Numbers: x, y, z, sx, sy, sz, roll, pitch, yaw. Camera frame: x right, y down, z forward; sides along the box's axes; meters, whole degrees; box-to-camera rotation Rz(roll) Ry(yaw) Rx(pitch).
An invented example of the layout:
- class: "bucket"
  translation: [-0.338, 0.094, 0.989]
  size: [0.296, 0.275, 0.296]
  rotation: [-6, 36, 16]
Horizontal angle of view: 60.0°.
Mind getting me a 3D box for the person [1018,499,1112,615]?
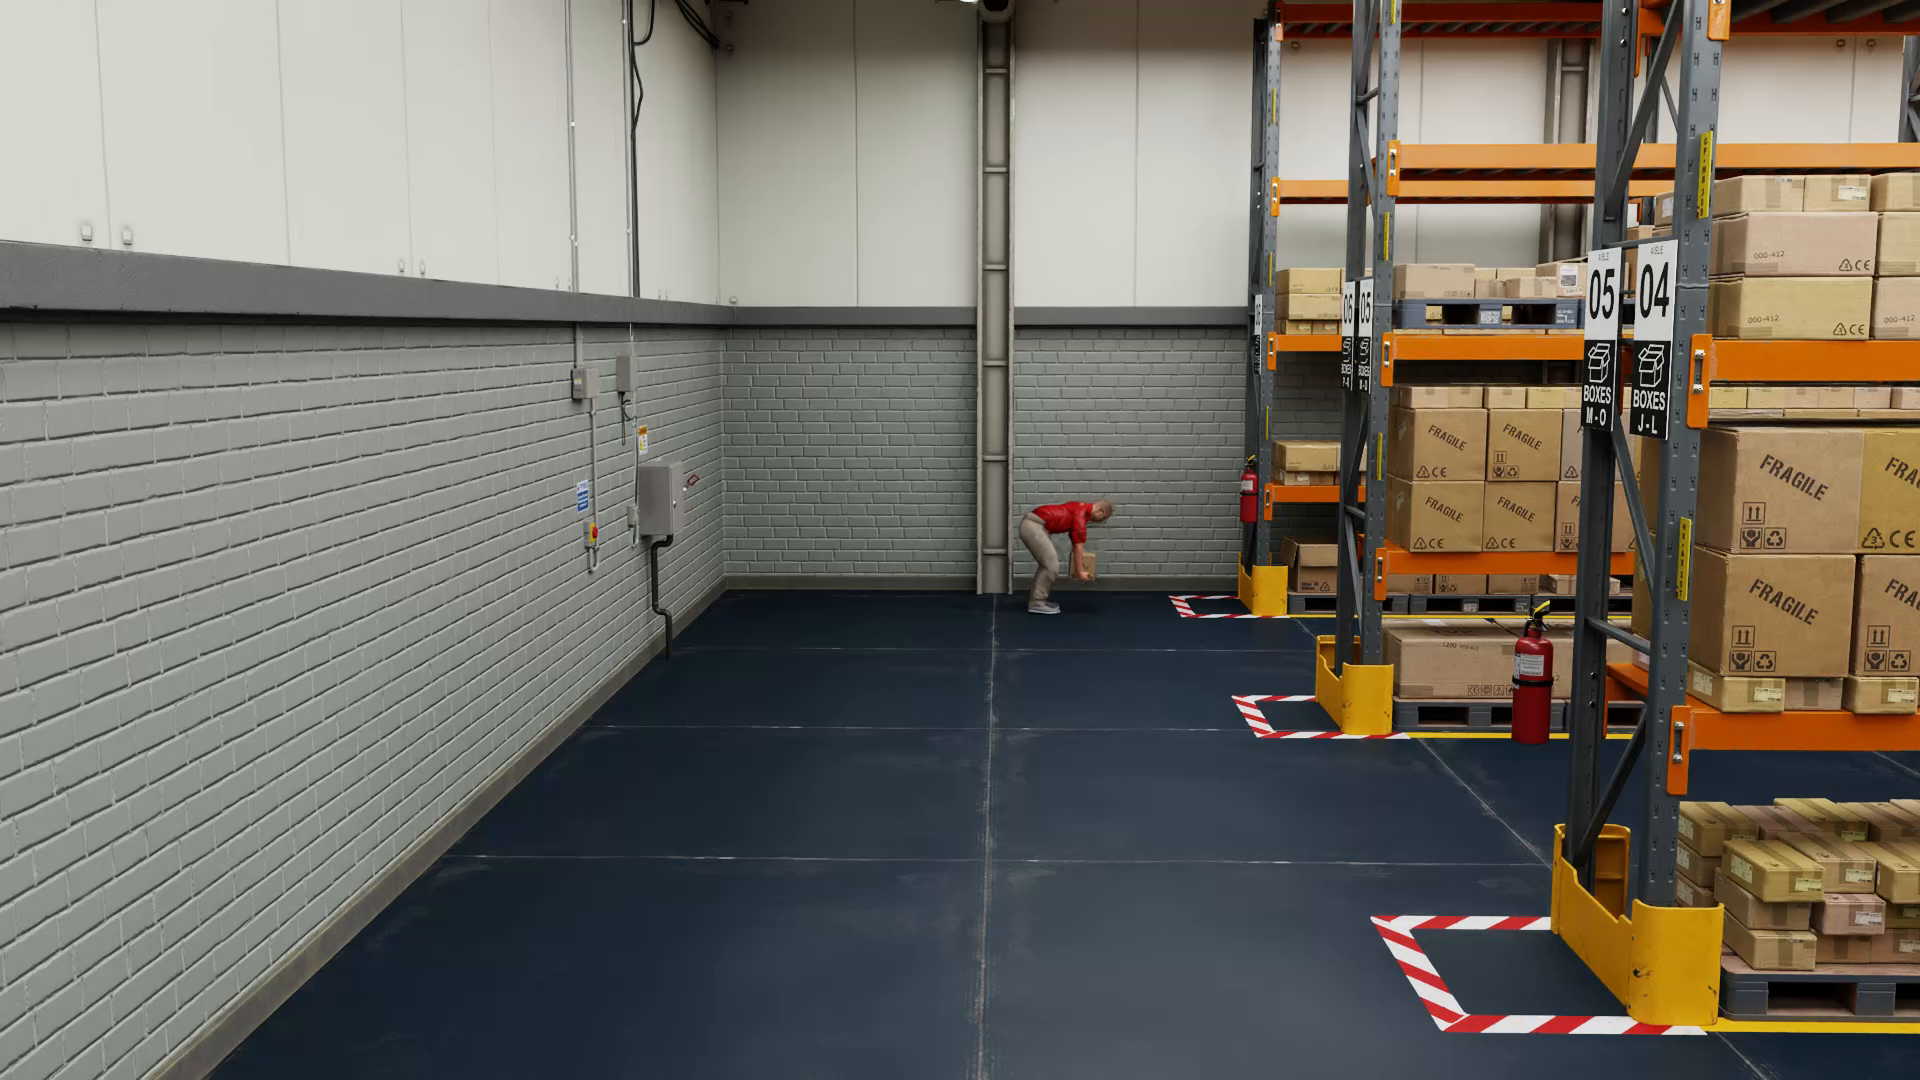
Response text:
- class: "person"
  translation: [1.069, 0.161, 16.885]
  size: [0.950, 1.151, 0.490]
  rotation: [0, 7, -1]
